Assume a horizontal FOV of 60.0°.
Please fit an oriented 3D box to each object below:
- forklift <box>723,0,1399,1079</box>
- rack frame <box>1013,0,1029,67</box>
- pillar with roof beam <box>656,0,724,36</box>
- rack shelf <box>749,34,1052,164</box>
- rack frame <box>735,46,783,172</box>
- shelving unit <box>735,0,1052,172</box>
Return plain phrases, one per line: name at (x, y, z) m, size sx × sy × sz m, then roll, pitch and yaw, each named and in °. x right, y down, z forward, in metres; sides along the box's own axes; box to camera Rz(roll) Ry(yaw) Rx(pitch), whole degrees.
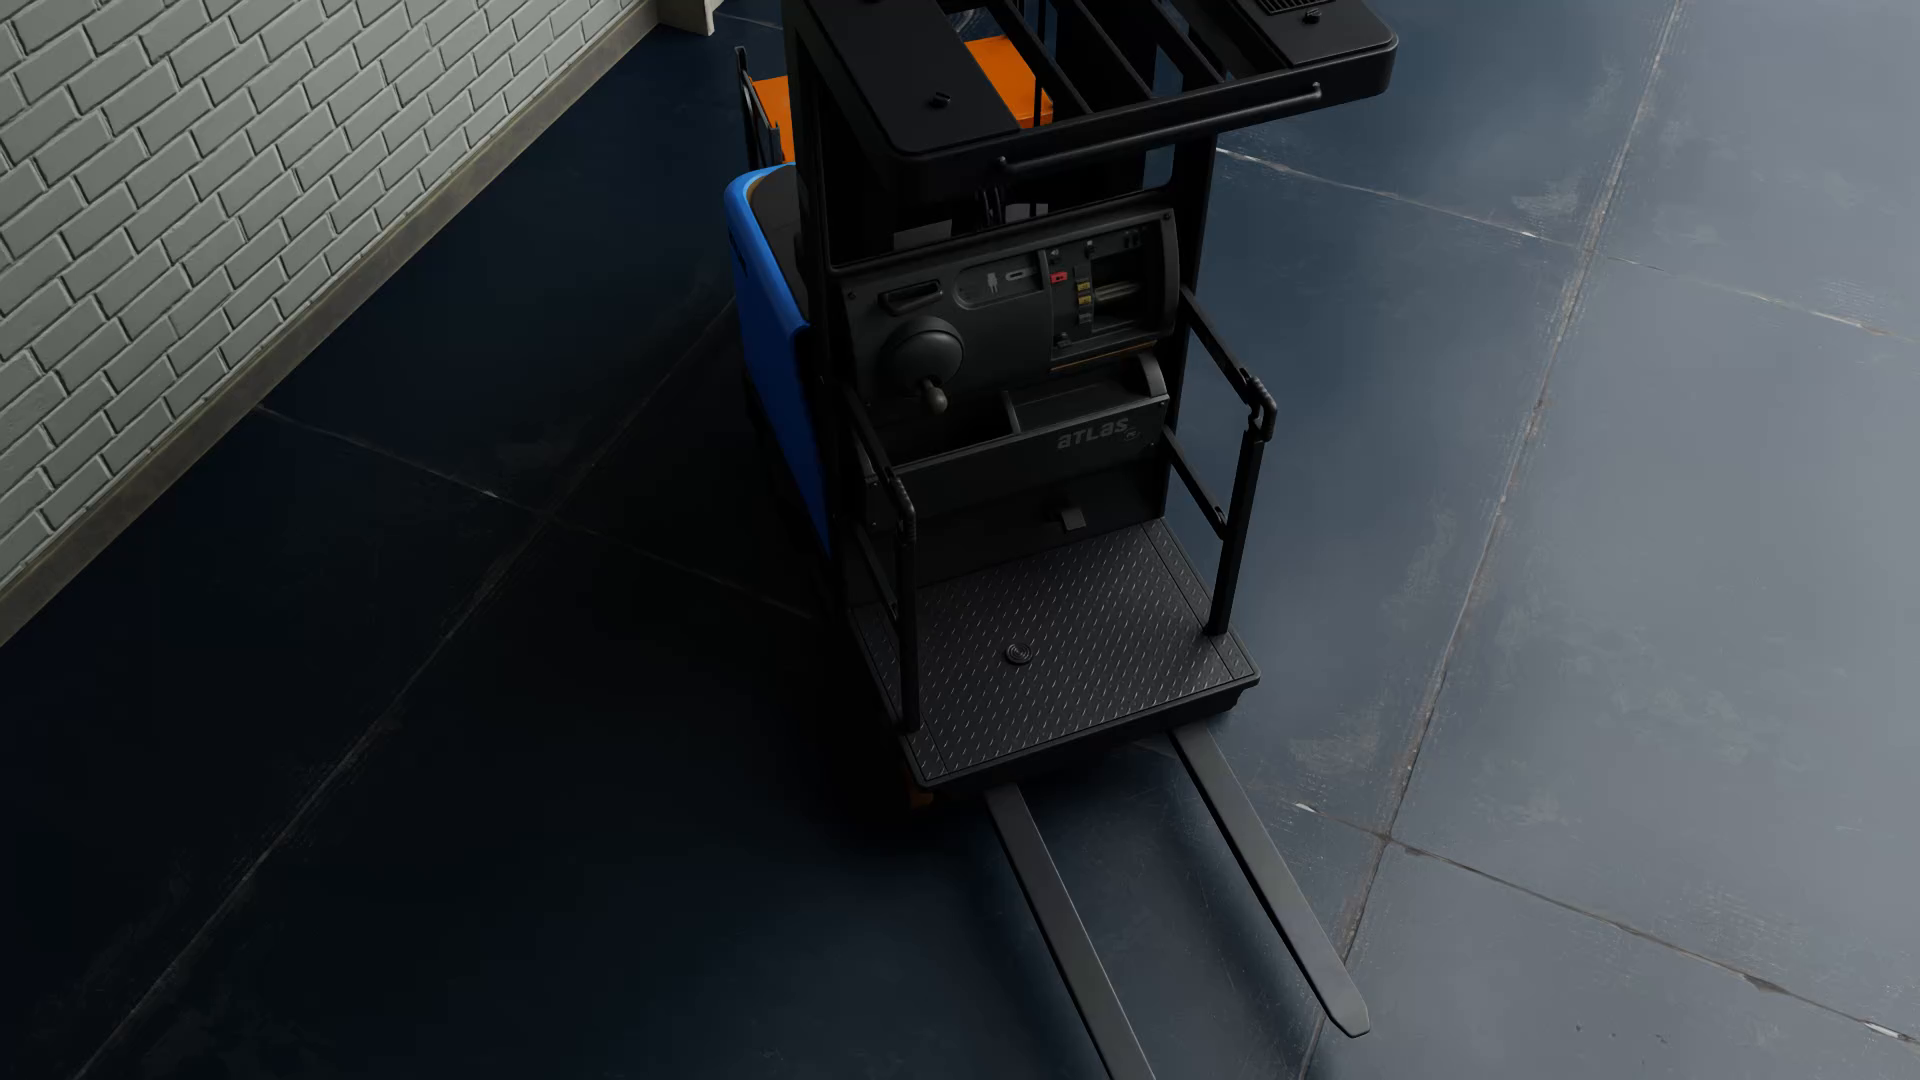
forklift at (0.225, -0.503, 4.254) m, size 1.130 × 2.935 × 3.031 m, roll -16°, pitch 52°, yaw -13°
rack frame at (0.283, -1.399, 6.201) m, size 0.032 × 1.125 × 0.500 m, roll -14°, pitch 51°, yaw -12°
pillar with roof beam at (2.667, -4.049, 3.286) m, size 9.100 × 9.000 × 0.400 m, roll 20°, pitch 52°, yaw 16°
rack shelf at (-0.199, -1.465, 5.873) m, size 1.000 × 0.278 × 0.538 m, roll -14°, pitch 51°, yaw -12°
rack frame at (-0.681, -1.152, 5.991) m, size 0.032 × 1.125 × 0.500 m, roll -14°, pitch 51°, yaw -12°
shelving unit at (-0.199, -1.275, 6.096) m, size 1.048 × 1.125 × 0.538 m, roll -14°, pitch 51°, yaw -12°
